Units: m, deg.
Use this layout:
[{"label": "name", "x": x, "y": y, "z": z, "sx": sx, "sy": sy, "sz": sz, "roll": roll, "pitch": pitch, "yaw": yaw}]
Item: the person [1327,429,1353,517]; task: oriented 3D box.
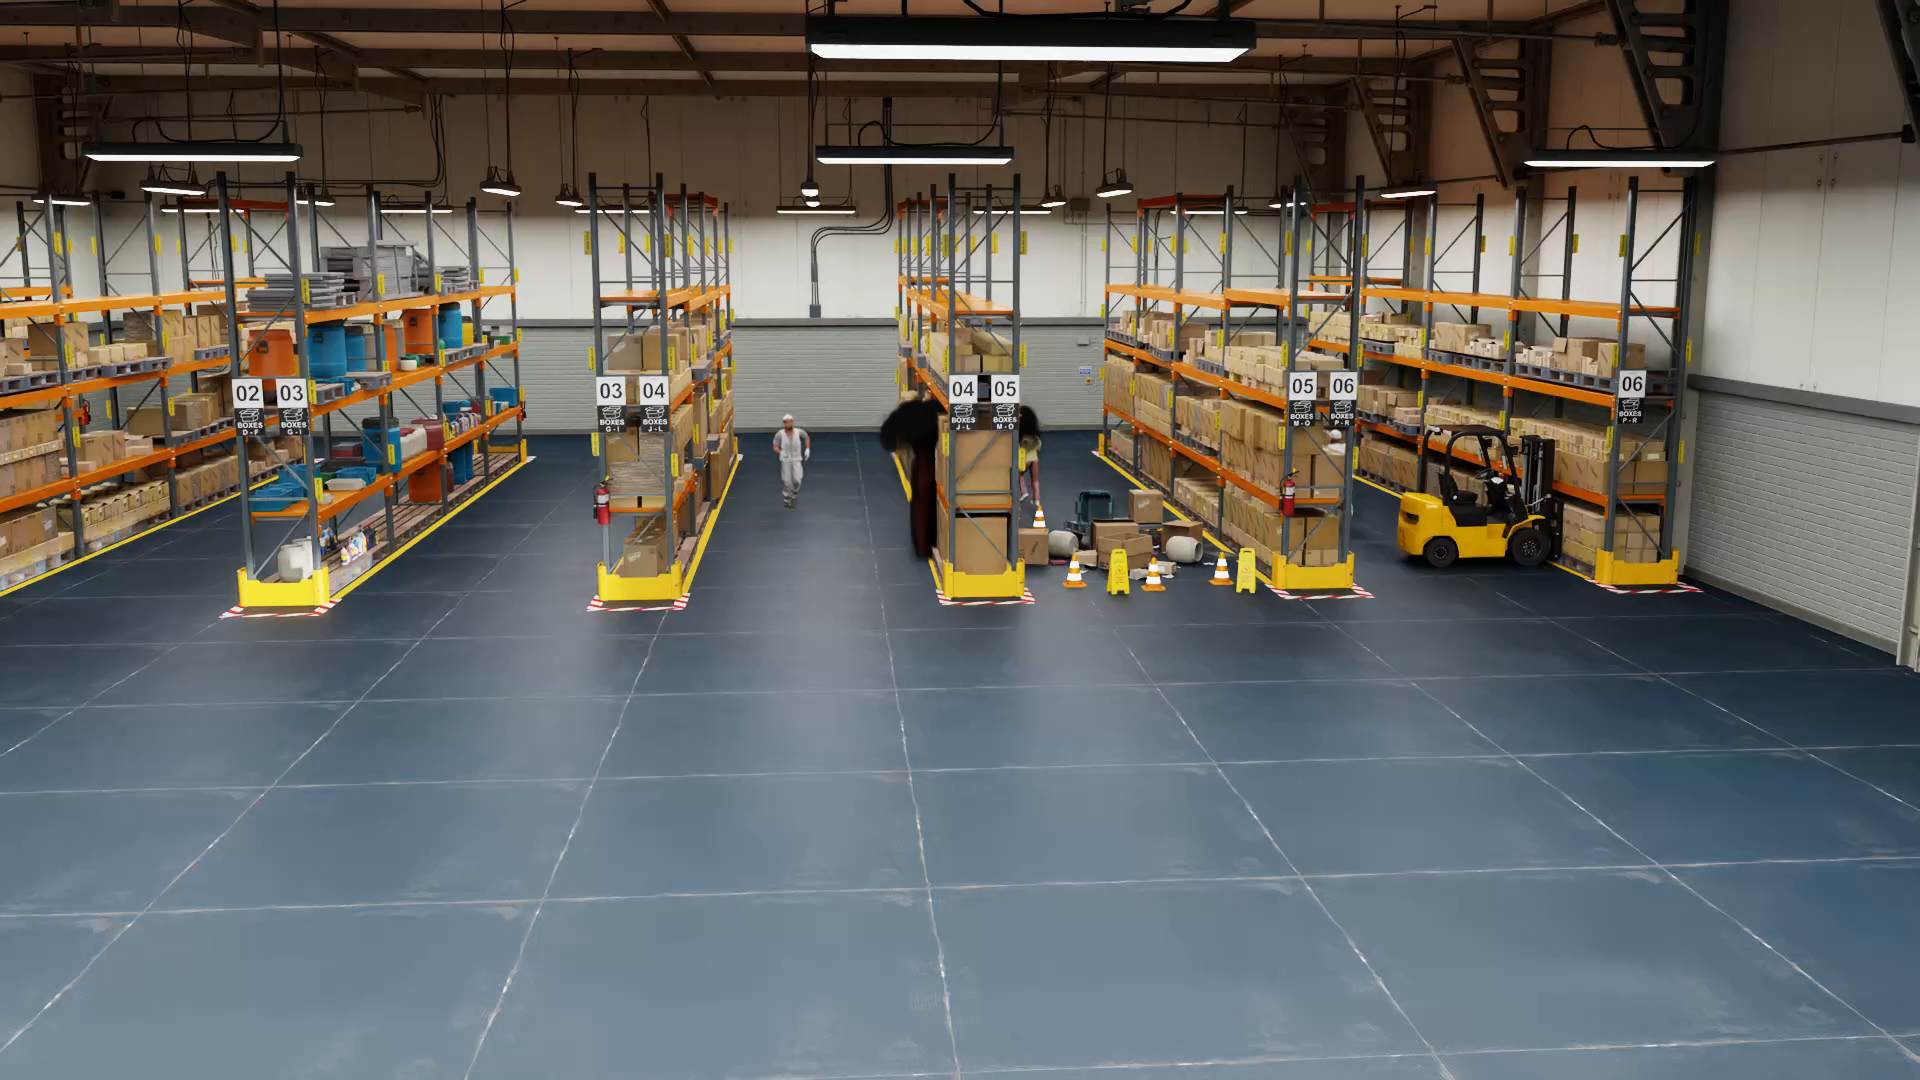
[{"label": "person", "x": 6.874, "y": -1.120, "z": 30.094, "sx": 0.683, "sy": 1.731, "sz": 0.793, "roll": -2, "pitch": 10, "yaw": -13}]

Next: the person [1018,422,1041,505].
[{"label": "person", "x": 1.349, "y": -1.495, "z": 32.383, "sx": 0.575, "sy": 1.596, "sz": 0.908, "roll": -3, "pitch": 10, "yaw": -17}]

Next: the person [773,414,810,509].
[{"label": "person", "x": -3.048, "y": -1.417, "z": 30.148, "sx": 0.685, "sy": 1.733, "sz": 0.760, "roll": -1, "pitch": 10, "yaw": -7}]
